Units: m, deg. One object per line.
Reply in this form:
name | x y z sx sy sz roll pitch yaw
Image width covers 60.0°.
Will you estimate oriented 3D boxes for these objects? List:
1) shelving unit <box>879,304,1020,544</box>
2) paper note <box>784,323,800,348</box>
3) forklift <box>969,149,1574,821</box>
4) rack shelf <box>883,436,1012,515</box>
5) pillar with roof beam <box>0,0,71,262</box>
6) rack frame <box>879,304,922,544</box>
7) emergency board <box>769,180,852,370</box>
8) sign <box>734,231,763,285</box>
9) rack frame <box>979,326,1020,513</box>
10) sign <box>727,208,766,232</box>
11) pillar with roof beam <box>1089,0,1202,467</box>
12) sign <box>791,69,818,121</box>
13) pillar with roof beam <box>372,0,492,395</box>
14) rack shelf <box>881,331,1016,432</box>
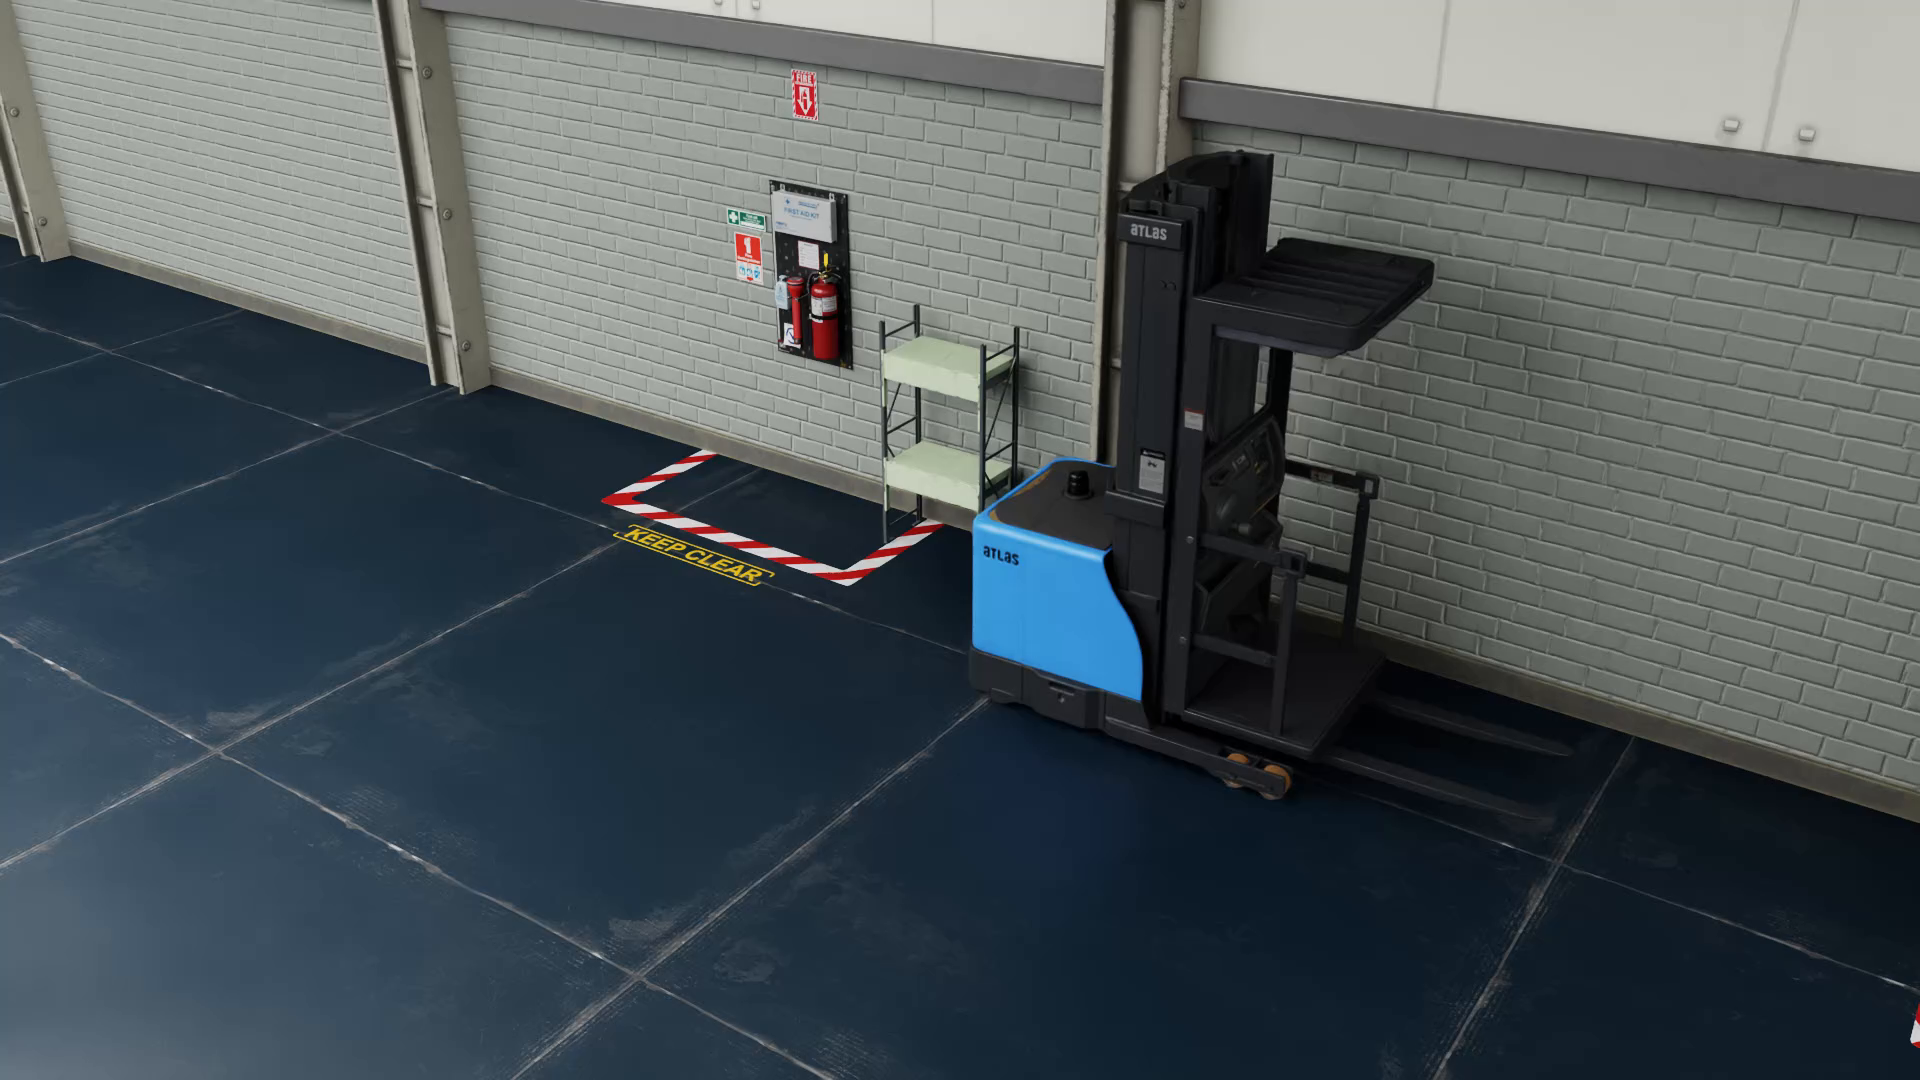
shelving unit | -0.066 -0.628 10.330 0.755 1.500 0.431 17 32 30
paper note | -1.120 -1.364 11.093 0.142 0.148 0.016 17 32 30
forklift | 1.573 -0.298 8.104 3.031 2.935 1.130 16 31 28
rack shelf | -0.066 -0.337 10.478 0.720 0.370 0.431 17 32 30
pillar with roof beam | -11.326 -5.182 11.010 0.400 9.000 9.100 17 32 30
rack frame | -0.369 -0.721 10.512 0.023 1.500 0.400 17 32 30
emergency board | -1.013 -1.685 10.754 0.643 1.169 0.194 17 32 30
sign | -1.410 -1.881 11.100 0.234 0.329 0.001 17 32 30
rack frame | 0.237 -0.535 10.147 0.023 1.500 0.400 17 32 30
sign | -1.411 -2.113 10.971 0.331 0.109 0.001 17 32 30
pillar with roof beam | -1.435 -2.100 4.955 0.400 9.000 9.100 17 32 30
sign | -0.963 -2.757 10.305 0.199 0.298 0.001 17 32 30
pillar with roof beam | -6.380 -3.641 7.983 0.400 9.000 9.100 17 32 30
rack shelf | -0.066 -0.976 10.153 0.720 0.370 0.431 17 32 30
